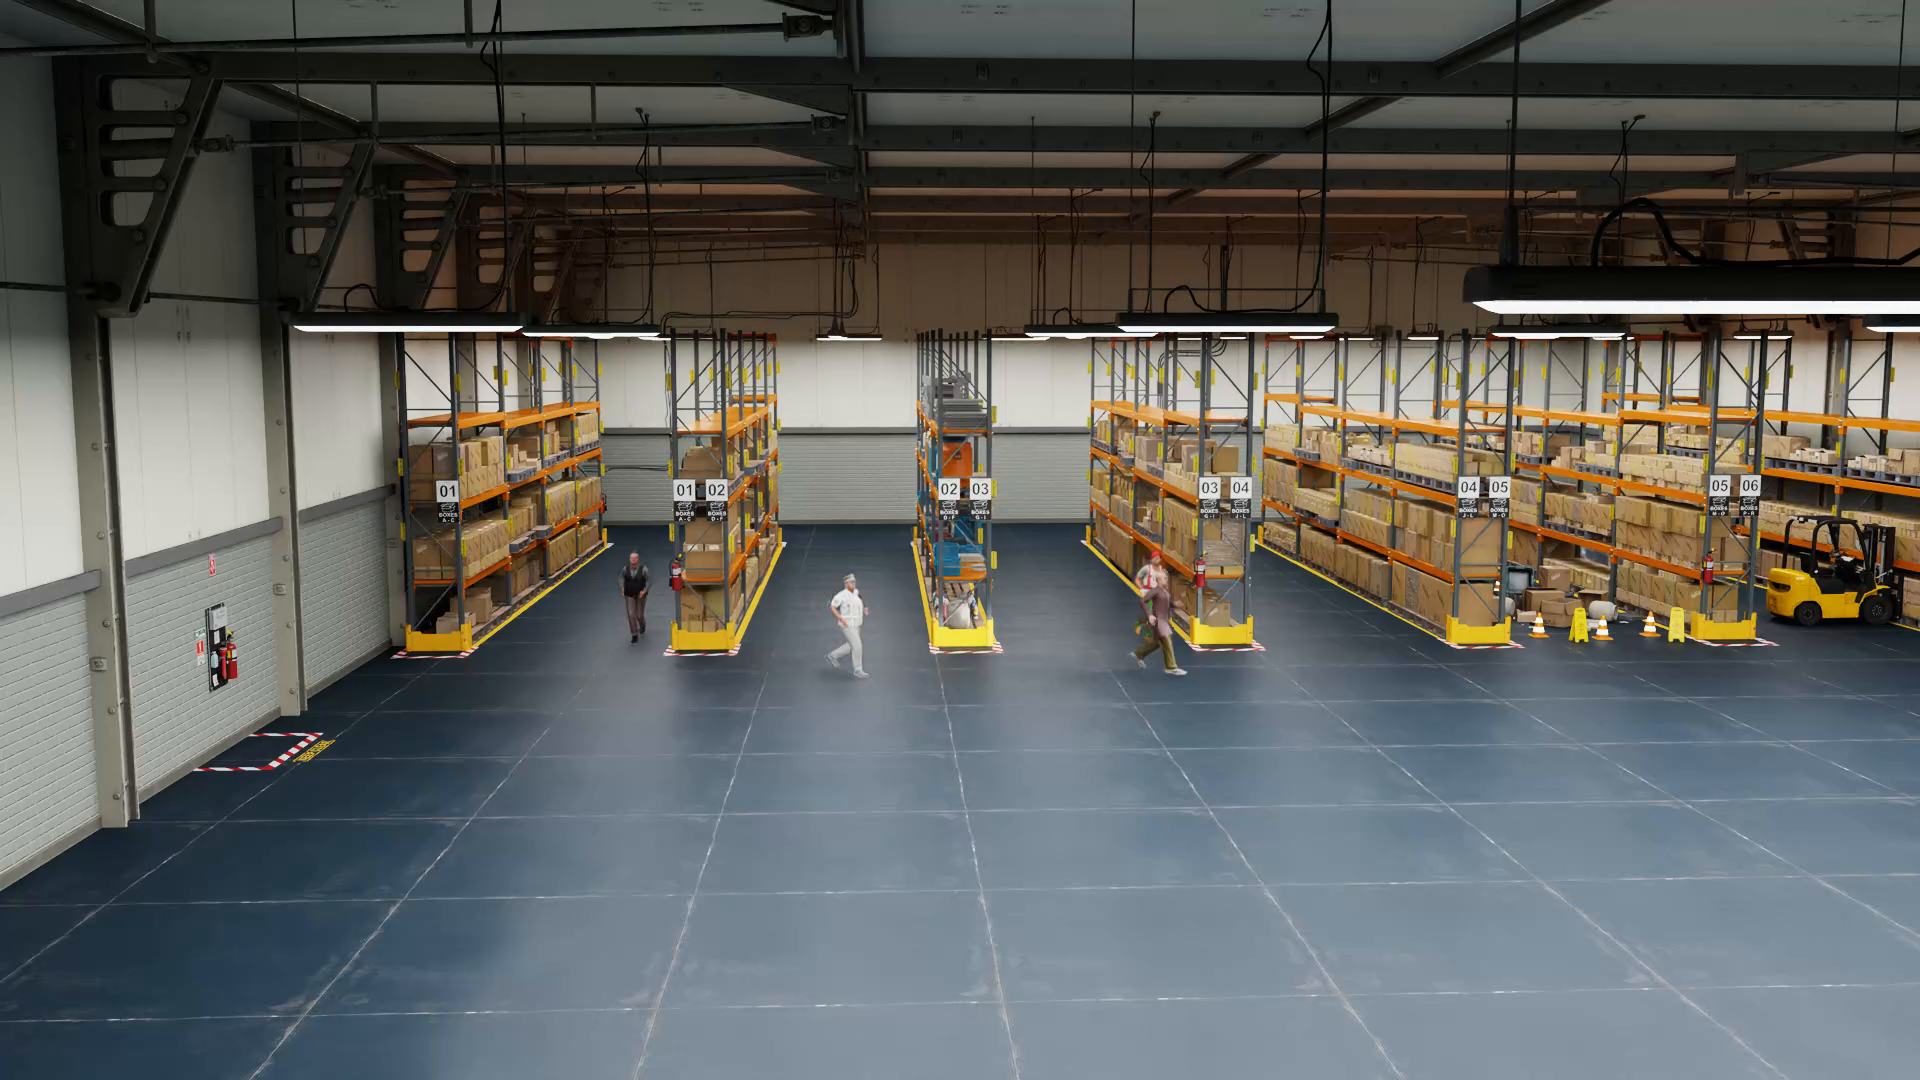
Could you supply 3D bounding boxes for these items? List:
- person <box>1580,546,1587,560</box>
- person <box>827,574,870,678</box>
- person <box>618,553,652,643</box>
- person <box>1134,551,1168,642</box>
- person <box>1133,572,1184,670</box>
[{"bbox_3d":[15.817,-0.174,42.247,0.654,1.786,0.982,-1,7,-5],"label":"person"},{"bbox_3d":[-1.917,1.466,28.796,0.850,1.790,0.652,4,8,28],"label":"person"},{"bbox_3d":[-6.289,1.096,32.212,0.667,1.713,0.773,0,7,-3],"label":"person"},{"bbox_3d":[3.730,1.078,32.138,0.670,1.734,0.586,-3,7,-21],"label":"person"},{"bbox_3d":[3.416,1.389,28.771,0.906,1.689,0.703,3,7,25],"label":"person"}]
